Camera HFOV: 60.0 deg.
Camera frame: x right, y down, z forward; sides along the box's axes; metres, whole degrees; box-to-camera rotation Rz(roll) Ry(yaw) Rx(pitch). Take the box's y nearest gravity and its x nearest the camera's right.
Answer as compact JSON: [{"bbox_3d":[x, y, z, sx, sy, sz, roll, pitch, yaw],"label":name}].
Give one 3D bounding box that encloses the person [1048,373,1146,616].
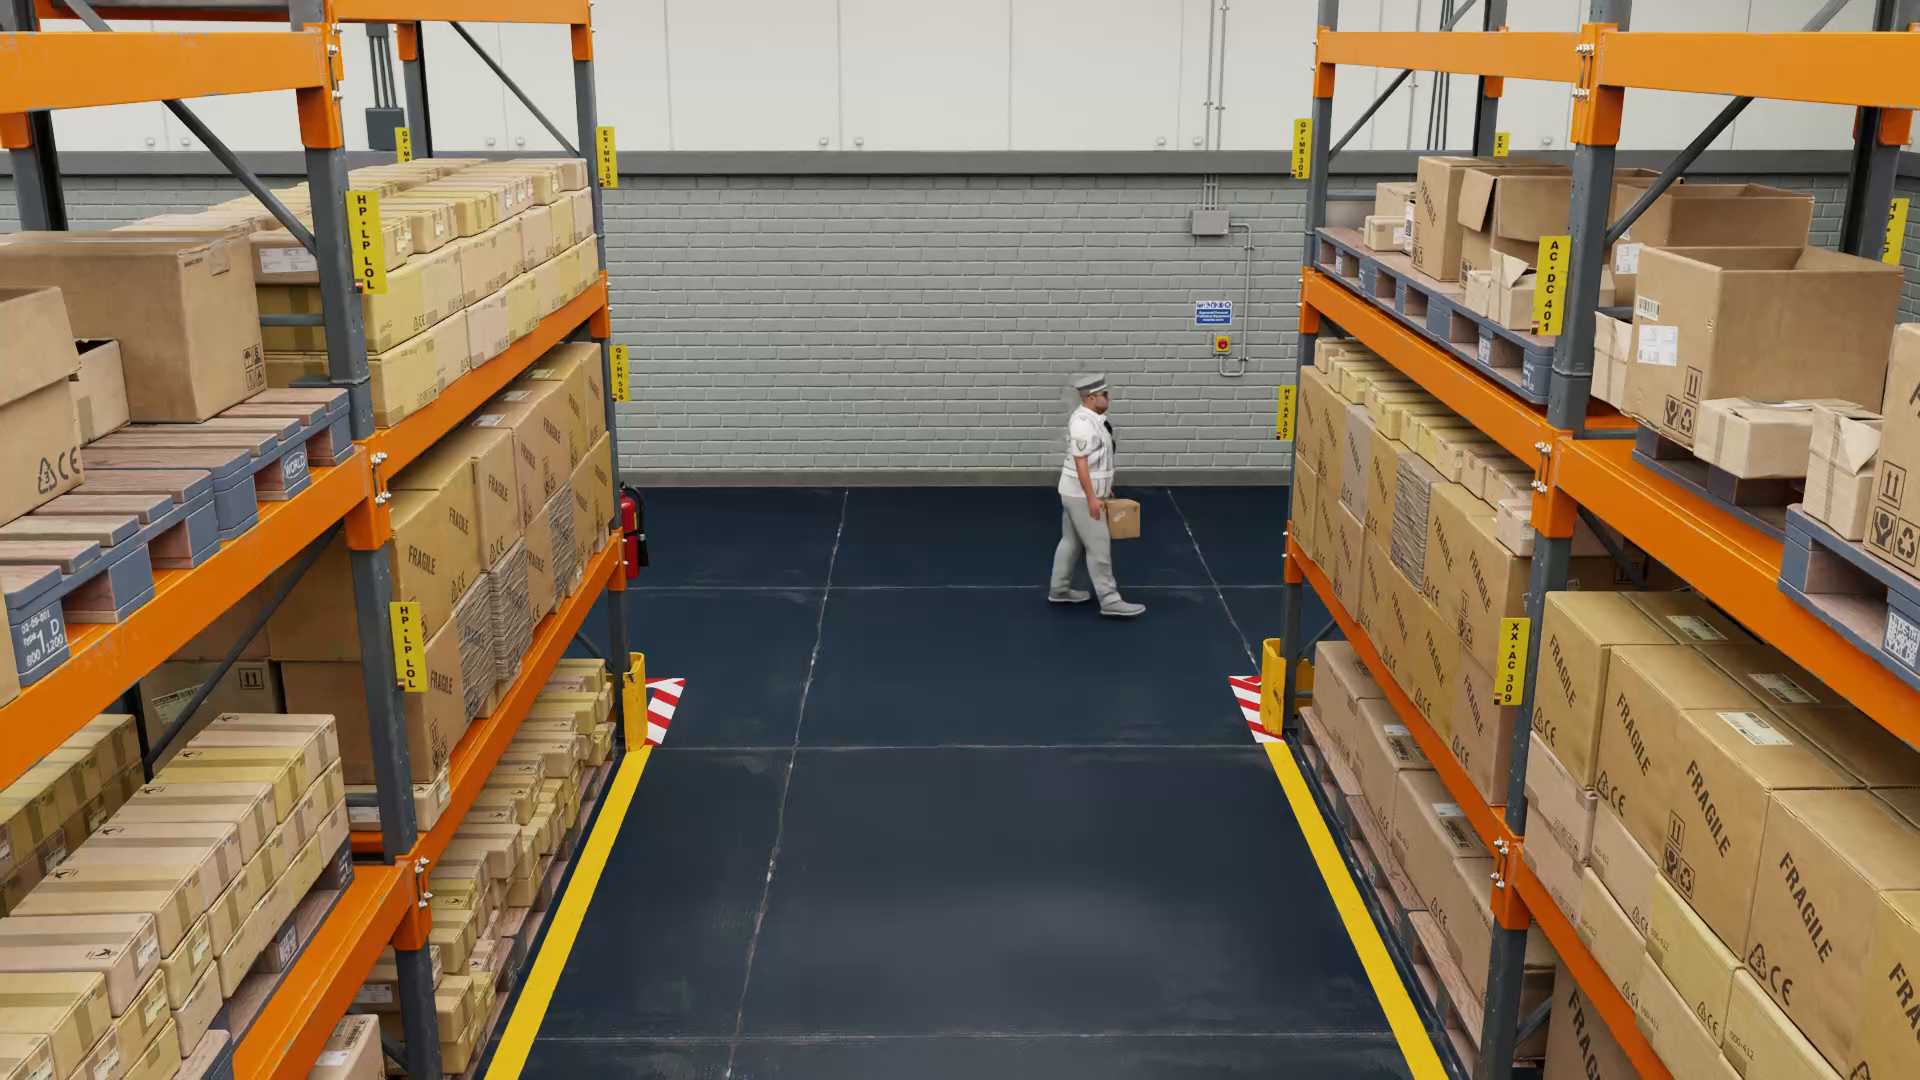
[{"bbox_3d":[1.014,-0.345,12.100,0.738,1.760,0.585,2,17,7],"label":"person"}]
